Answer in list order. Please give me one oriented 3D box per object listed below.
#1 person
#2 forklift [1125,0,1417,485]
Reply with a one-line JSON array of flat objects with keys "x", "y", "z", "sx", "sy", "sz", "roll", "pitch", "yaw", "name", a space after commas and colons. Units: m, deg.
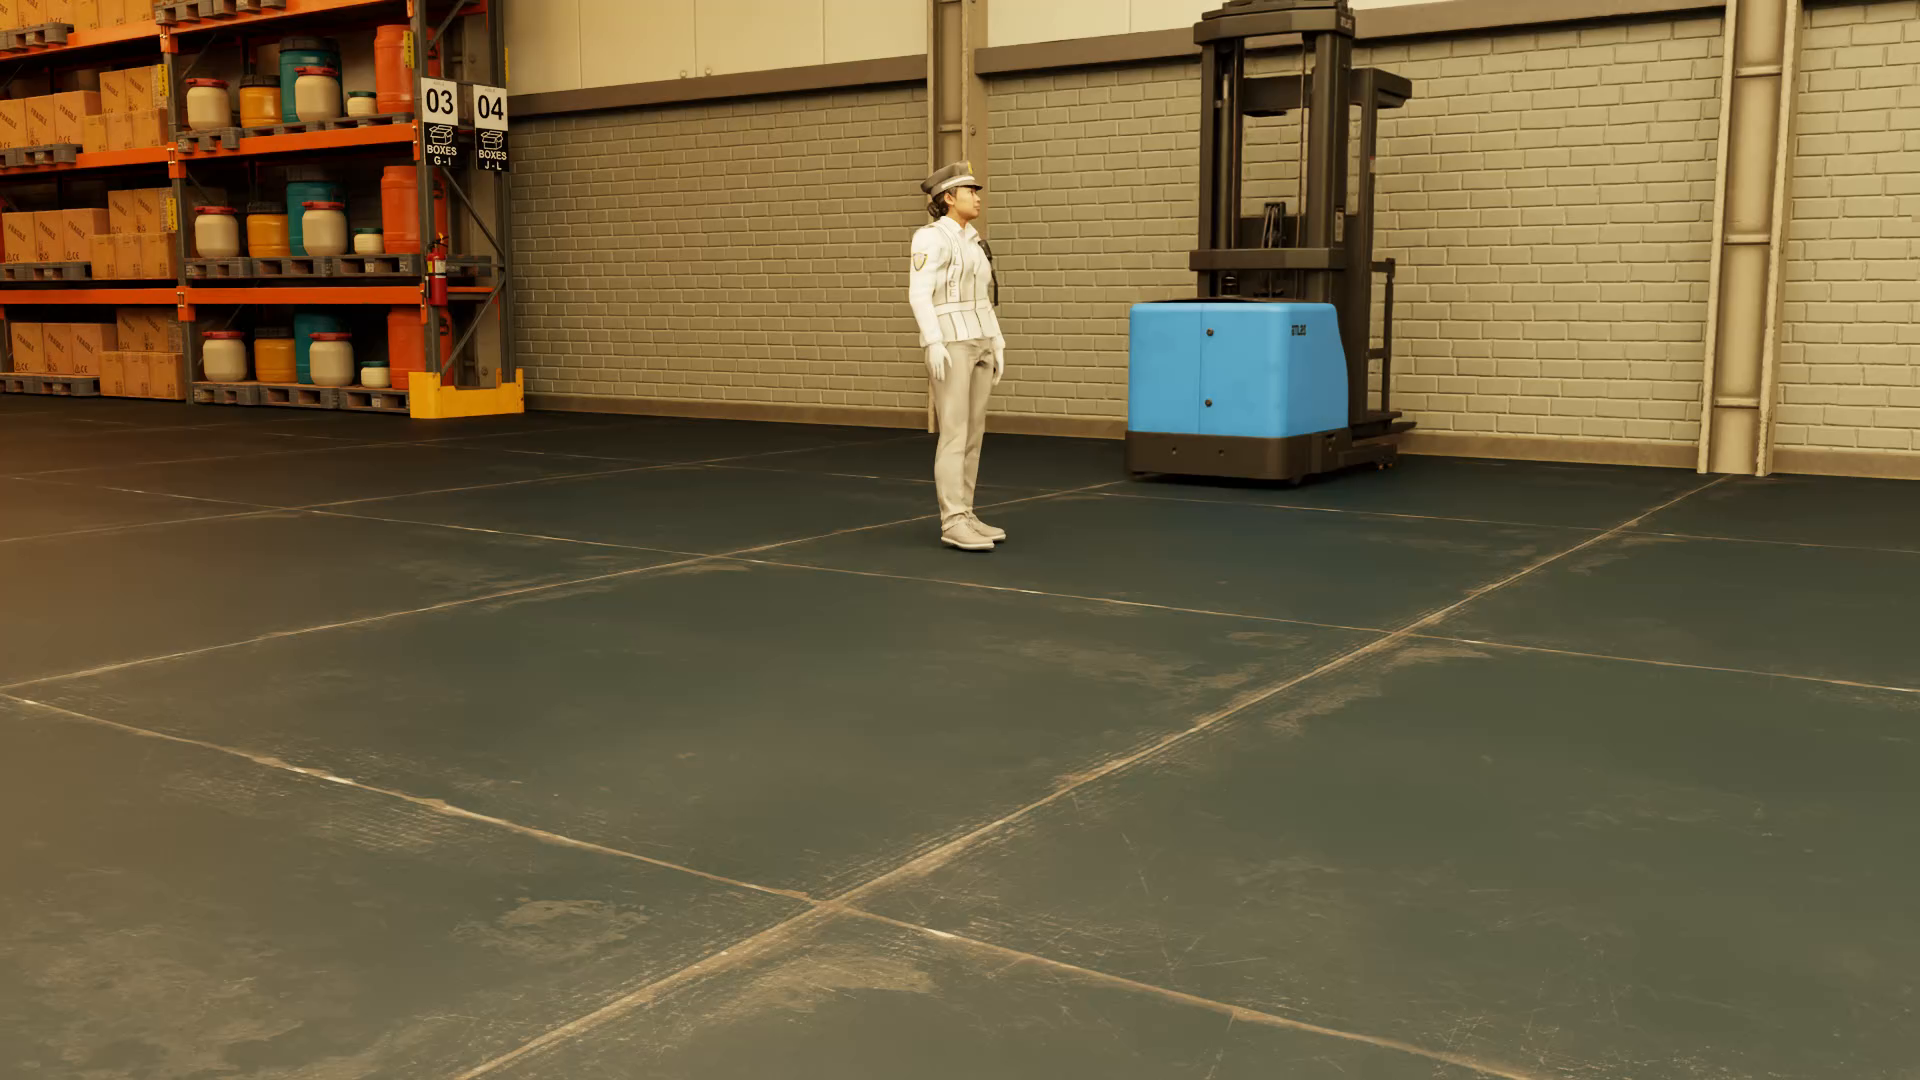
[{"x": 0.052, "y": -0.840, "z": 7.441, "sx": 0.533, "sy": 1.696, "sz": 0.588, "roll": 5, "pitch": 10, "yaw": 34, "name": "person"}, {"x": 2.232, "y": -1.937, "z": 10.815, "sx": 1.130, "sy": 2.935, "sz": 3.031, "roll": 5, "pitch": 10, "yaw": 33, "name": "forklift"}]
